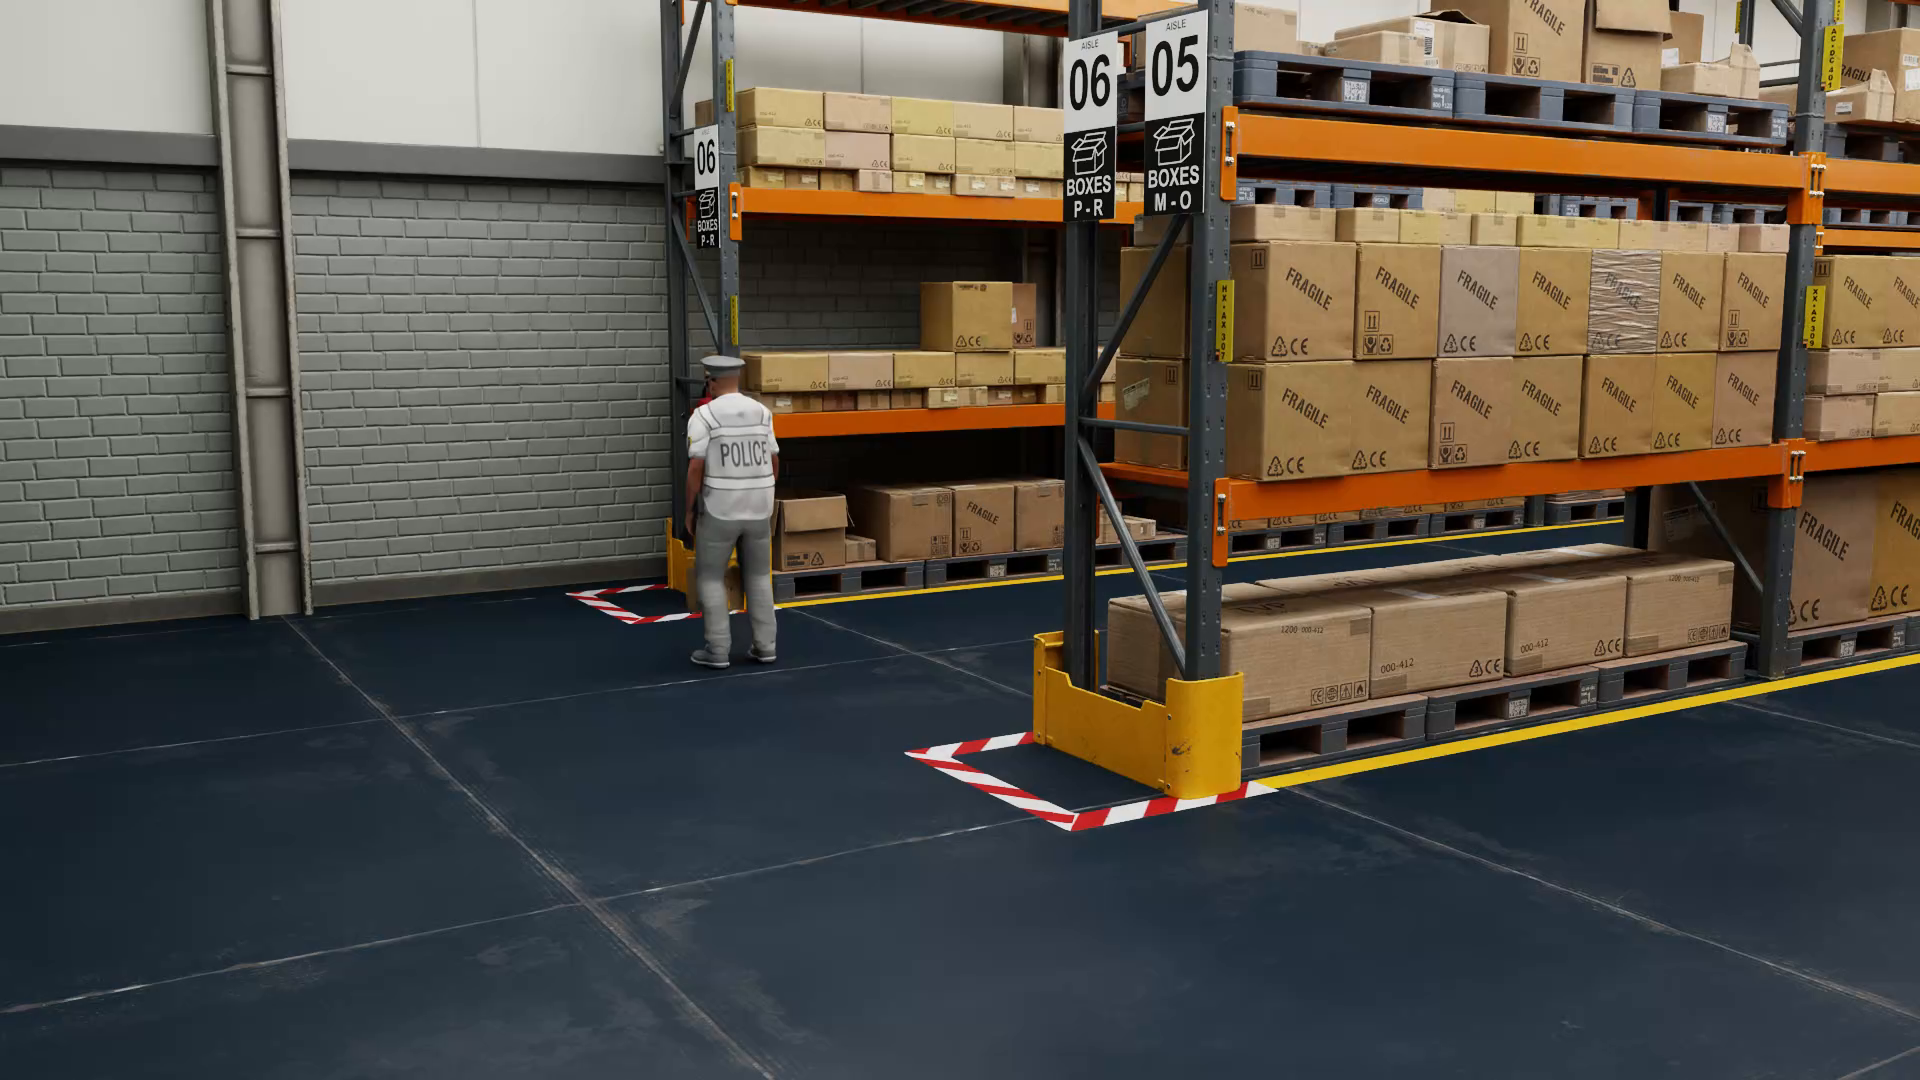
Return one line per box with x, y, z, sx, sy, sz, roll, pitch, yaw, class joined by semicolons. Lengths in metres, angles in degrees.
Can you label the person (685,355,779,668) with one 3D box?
-1.283;-0.158;9.395;0.566;1.752;0.444;-5;10;-33;person
